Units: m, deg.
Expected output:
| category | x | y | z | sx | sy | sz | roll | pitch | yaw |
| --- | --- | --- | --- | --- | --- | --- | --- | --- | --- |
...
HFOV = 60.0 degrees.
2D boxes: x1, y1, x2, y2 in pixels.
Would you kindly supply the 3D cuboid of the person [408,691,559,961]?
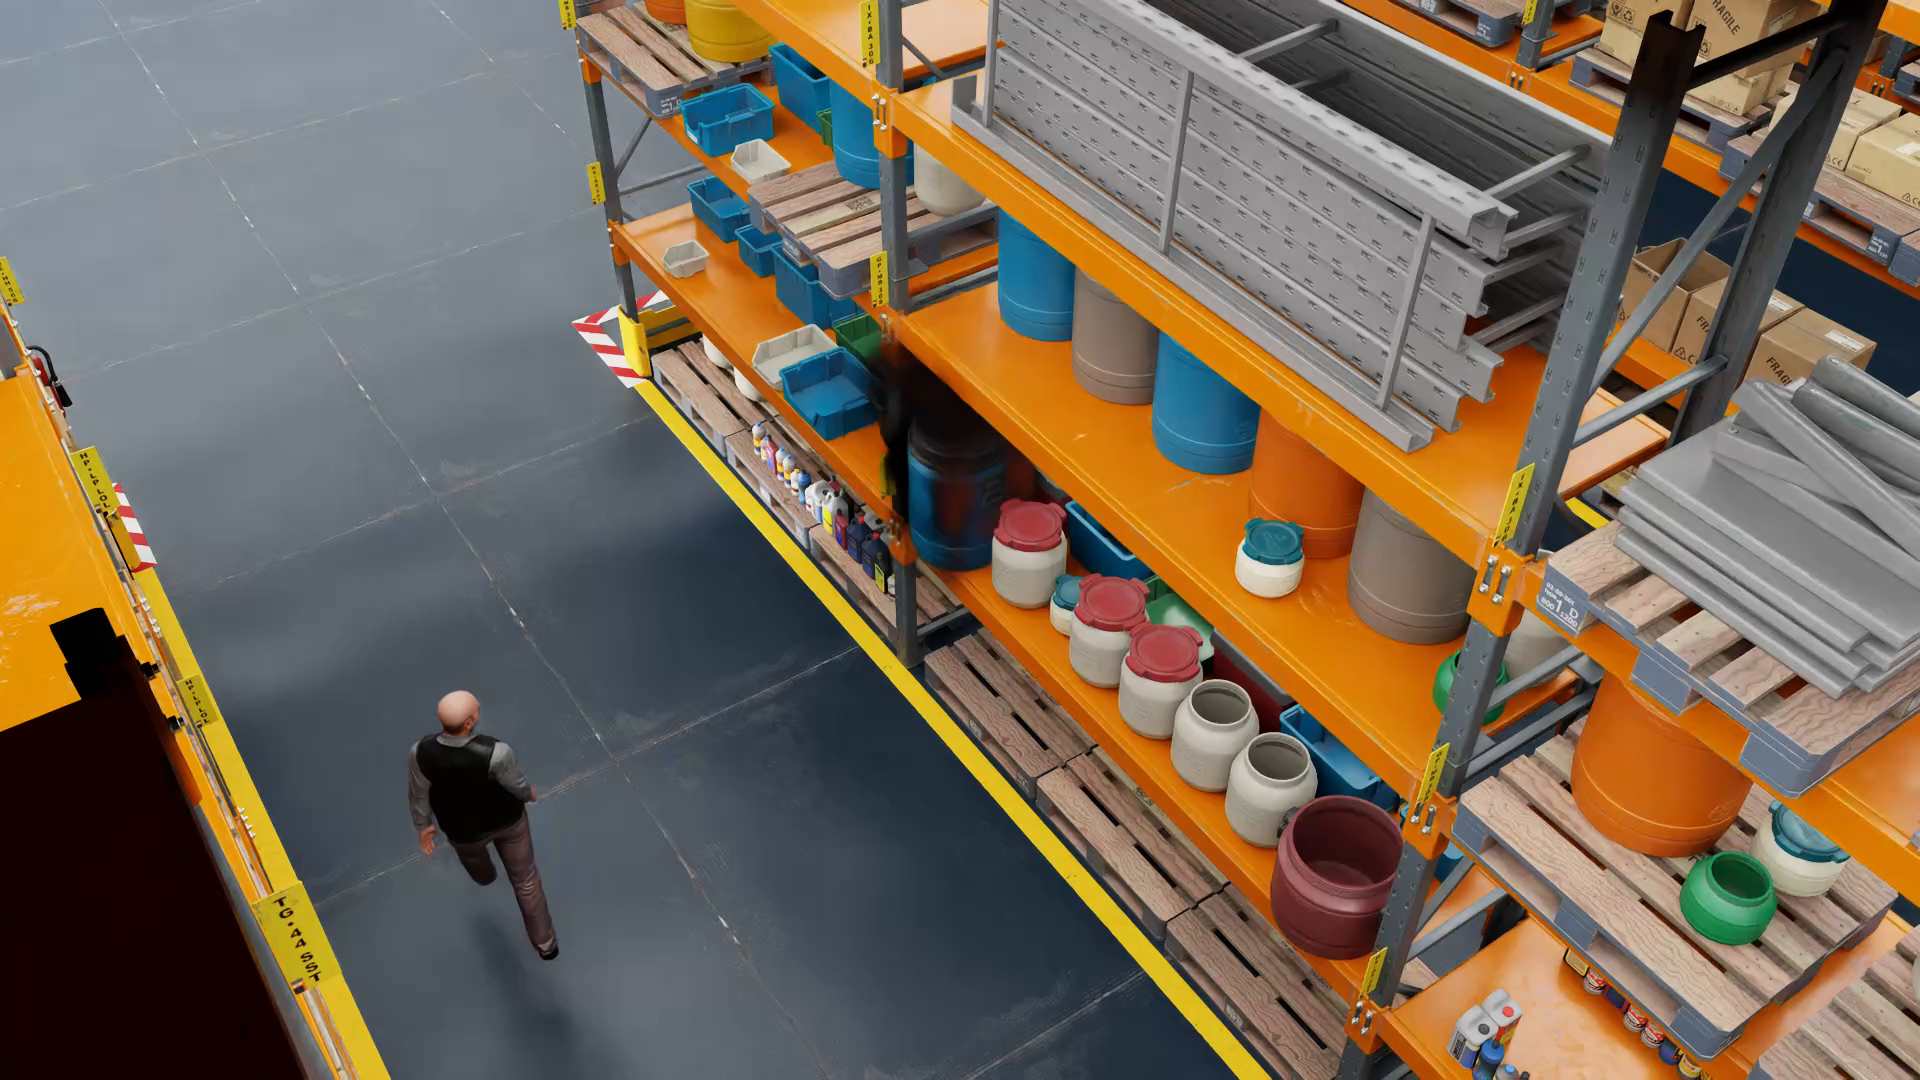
| category | x | y | z | sx | sy | sz | roll | pitch | yaw |
| --- | --- | --- | --- | --- | --- | --- | --- | --- | --- |
| person | -2.487 | 1.407 | 8.571 | 0.630 | 1.692 | 0.973 | -21 | 47 | -21 |
